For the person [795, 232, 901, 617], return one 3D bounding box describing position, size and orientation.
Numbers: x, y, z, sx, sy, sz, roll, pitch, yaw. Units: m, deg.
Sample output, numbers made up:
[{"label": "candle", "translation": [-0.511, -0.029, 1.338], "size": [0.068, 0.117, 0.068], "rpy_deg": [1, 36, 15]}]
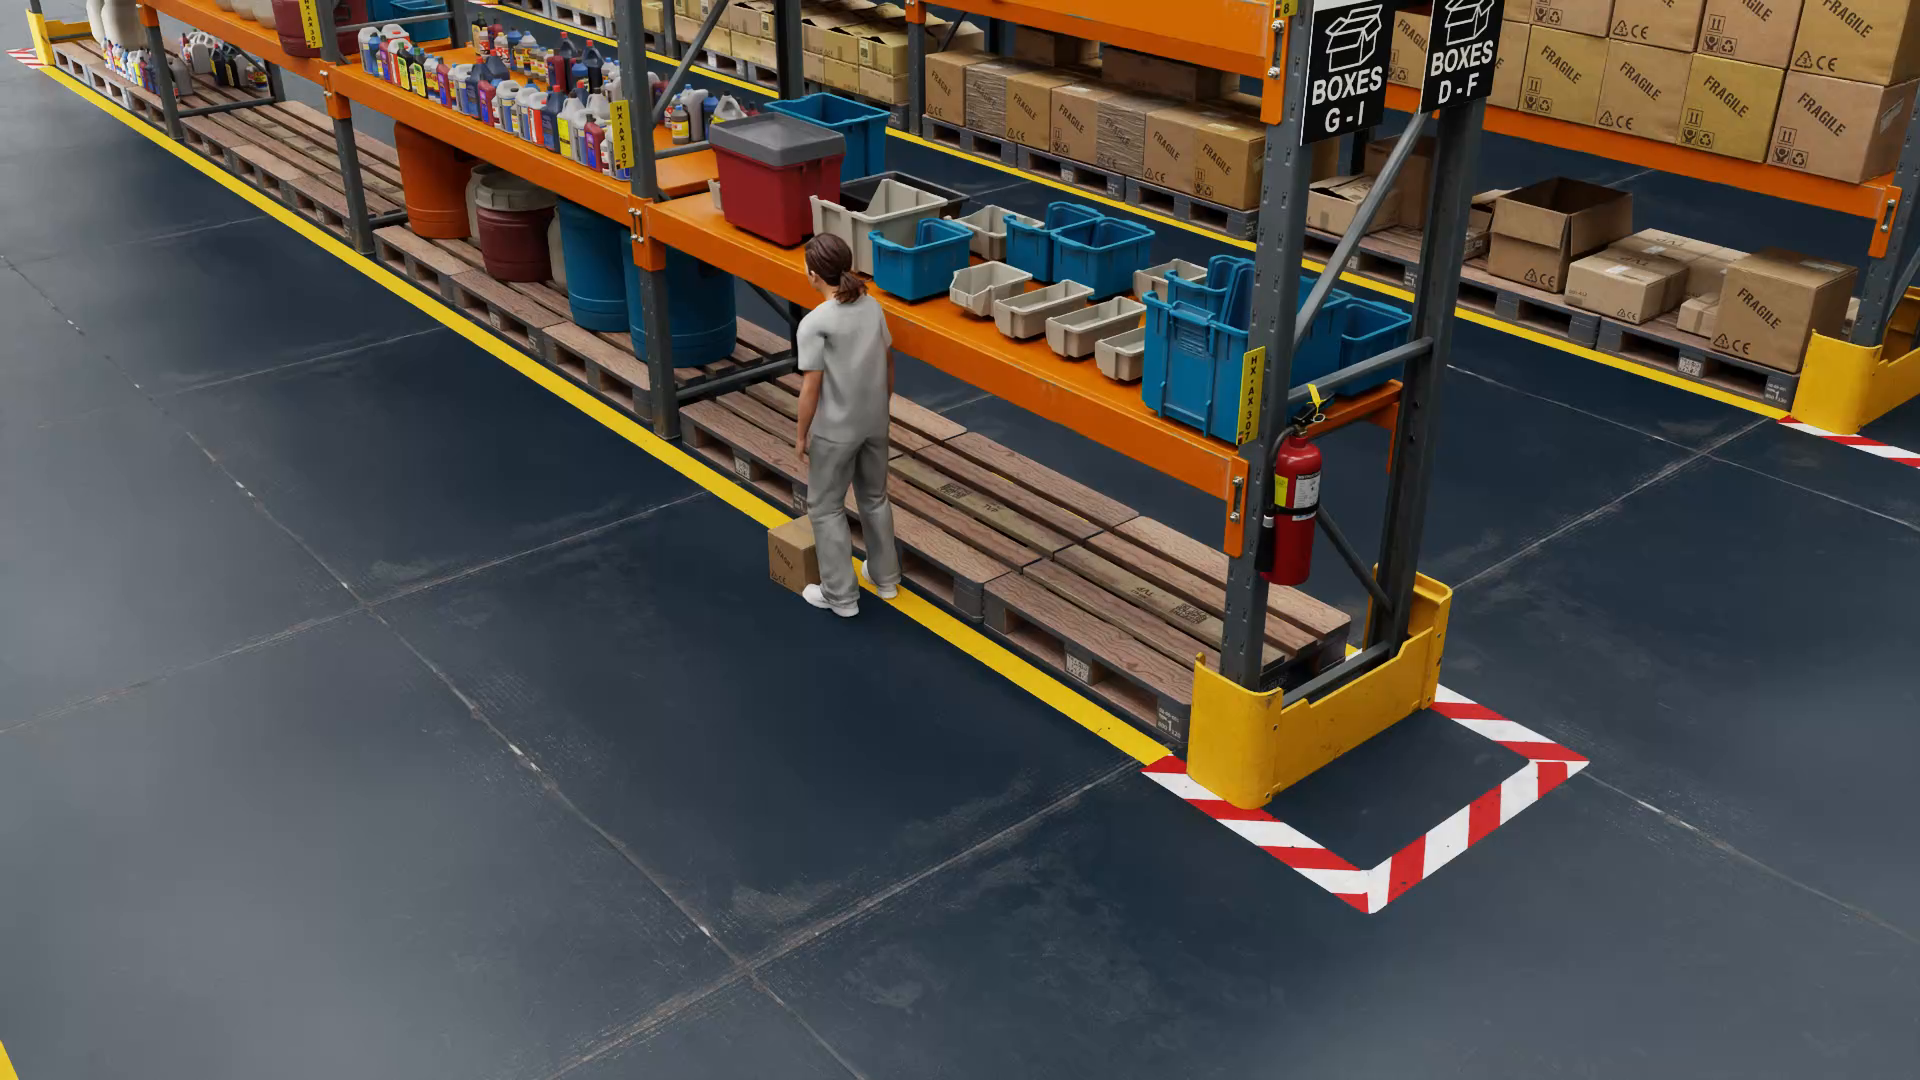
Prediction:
[{"label": "person", "translation": [-0.479, -0.471, 7.000], "size": [0.494, 1.673, 0.352], "rpy_deg": [-22, 35, -35]}]
